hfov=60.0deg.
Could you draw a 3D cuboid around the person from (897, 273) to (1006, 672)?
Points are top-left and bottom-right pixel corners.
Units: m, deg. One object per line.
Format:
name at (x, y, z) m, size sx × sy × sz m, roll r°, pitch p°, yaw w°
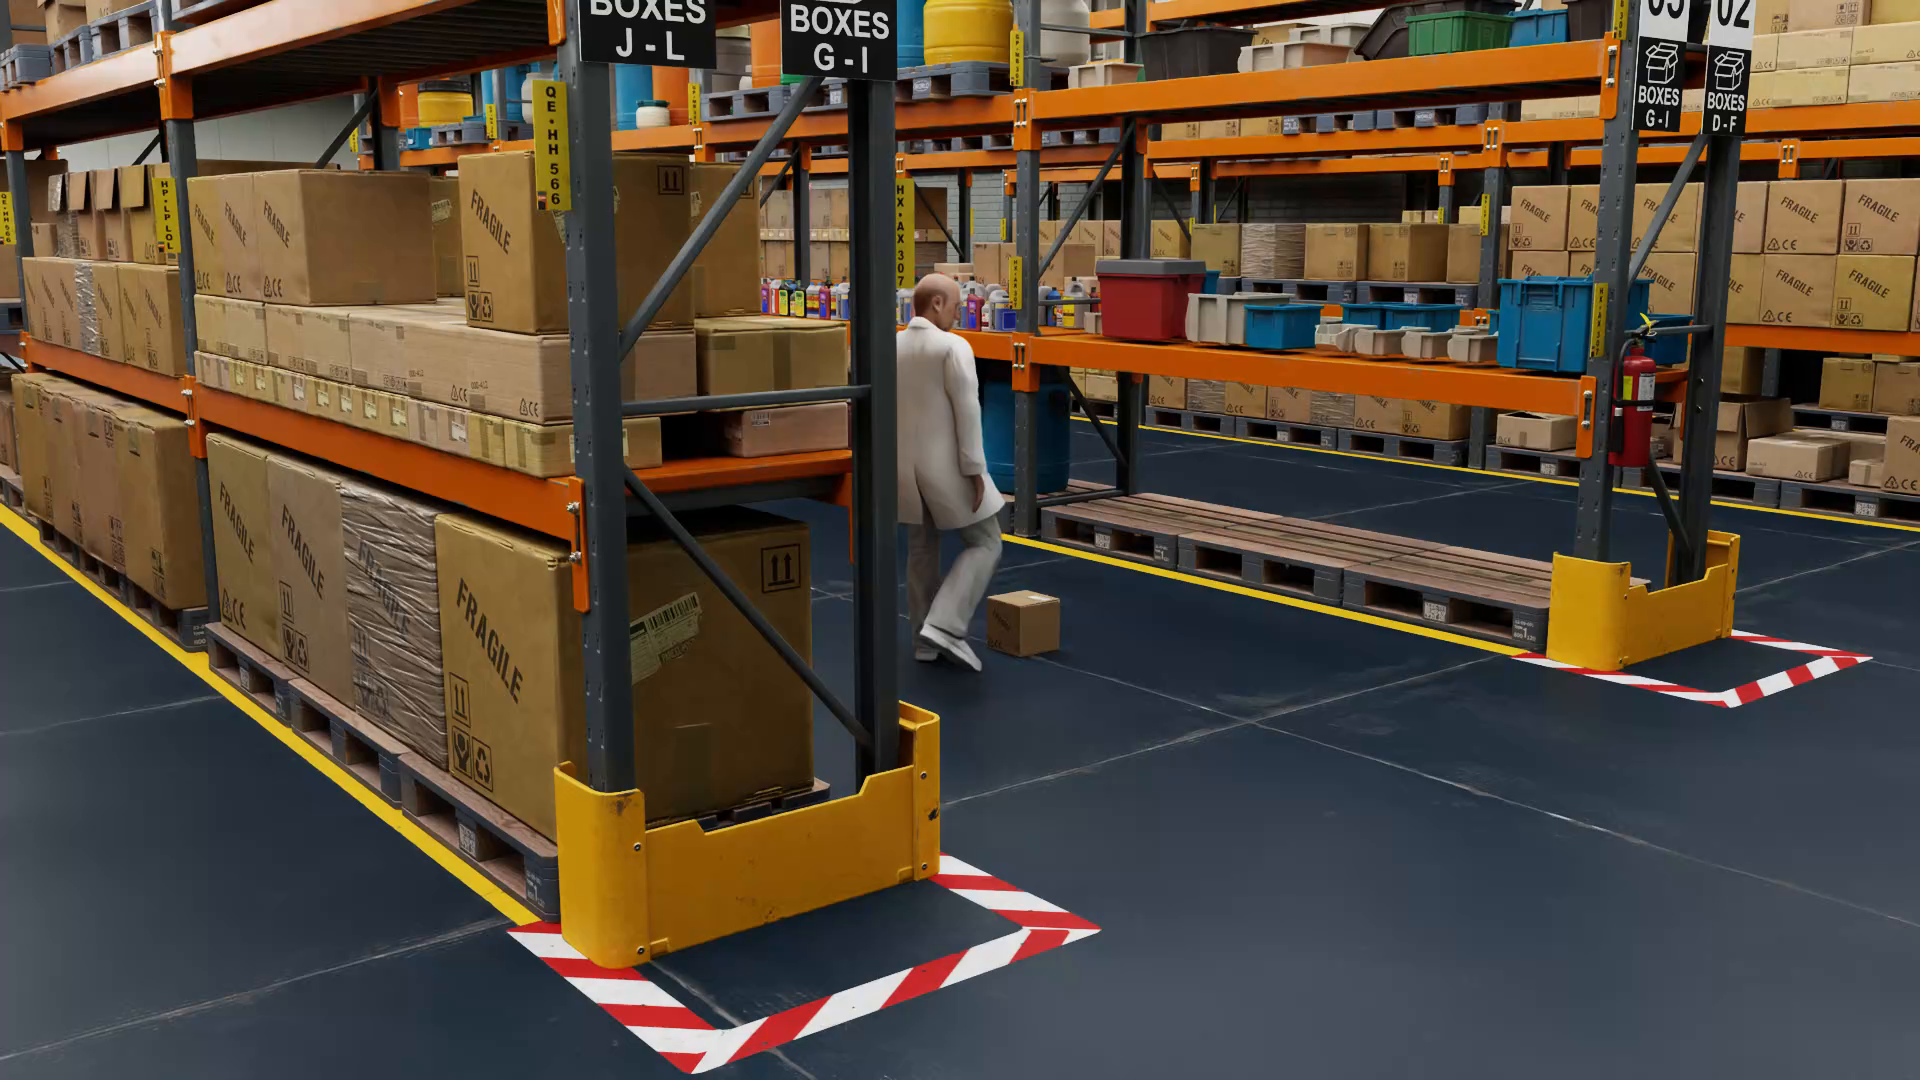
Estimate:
person at (-0.100, -0.305, 7.547) m, size 0.664 × 1.789 × 0.567 m, roll 8°, pitch 13°, yaw 35°
